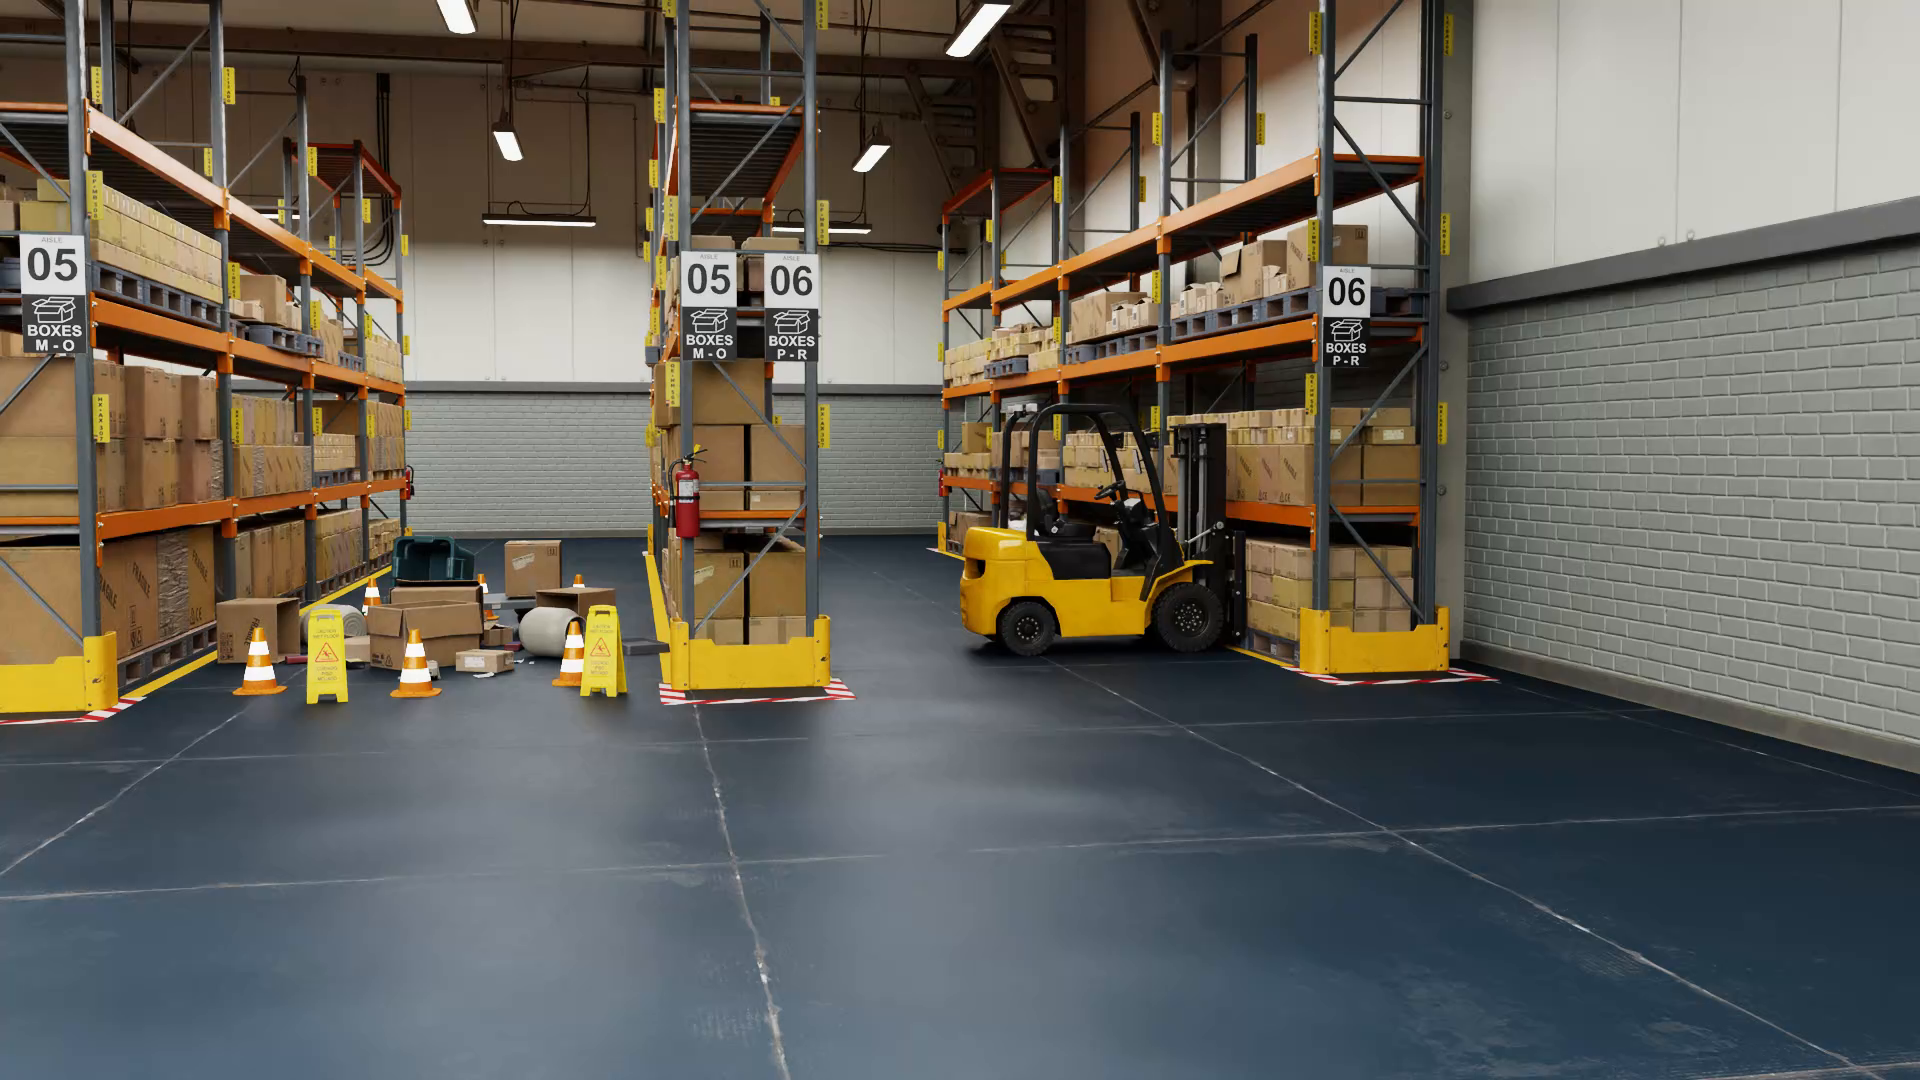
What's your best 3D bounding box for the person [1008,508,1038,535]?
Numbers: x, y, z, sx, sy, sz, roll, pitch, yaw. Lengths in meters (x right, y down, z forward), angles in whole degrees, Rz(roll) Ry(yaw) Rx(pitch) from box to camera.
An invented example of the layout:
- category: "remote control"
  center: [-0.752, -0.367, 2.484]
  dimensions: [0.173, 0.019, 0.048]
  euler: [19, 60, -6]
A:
- category: "person"
  center: [0.682, 0.192, 18.953]
  dimensions: [0.507, 1.089, 0.812]
  euler: [-1, 3, -12]
